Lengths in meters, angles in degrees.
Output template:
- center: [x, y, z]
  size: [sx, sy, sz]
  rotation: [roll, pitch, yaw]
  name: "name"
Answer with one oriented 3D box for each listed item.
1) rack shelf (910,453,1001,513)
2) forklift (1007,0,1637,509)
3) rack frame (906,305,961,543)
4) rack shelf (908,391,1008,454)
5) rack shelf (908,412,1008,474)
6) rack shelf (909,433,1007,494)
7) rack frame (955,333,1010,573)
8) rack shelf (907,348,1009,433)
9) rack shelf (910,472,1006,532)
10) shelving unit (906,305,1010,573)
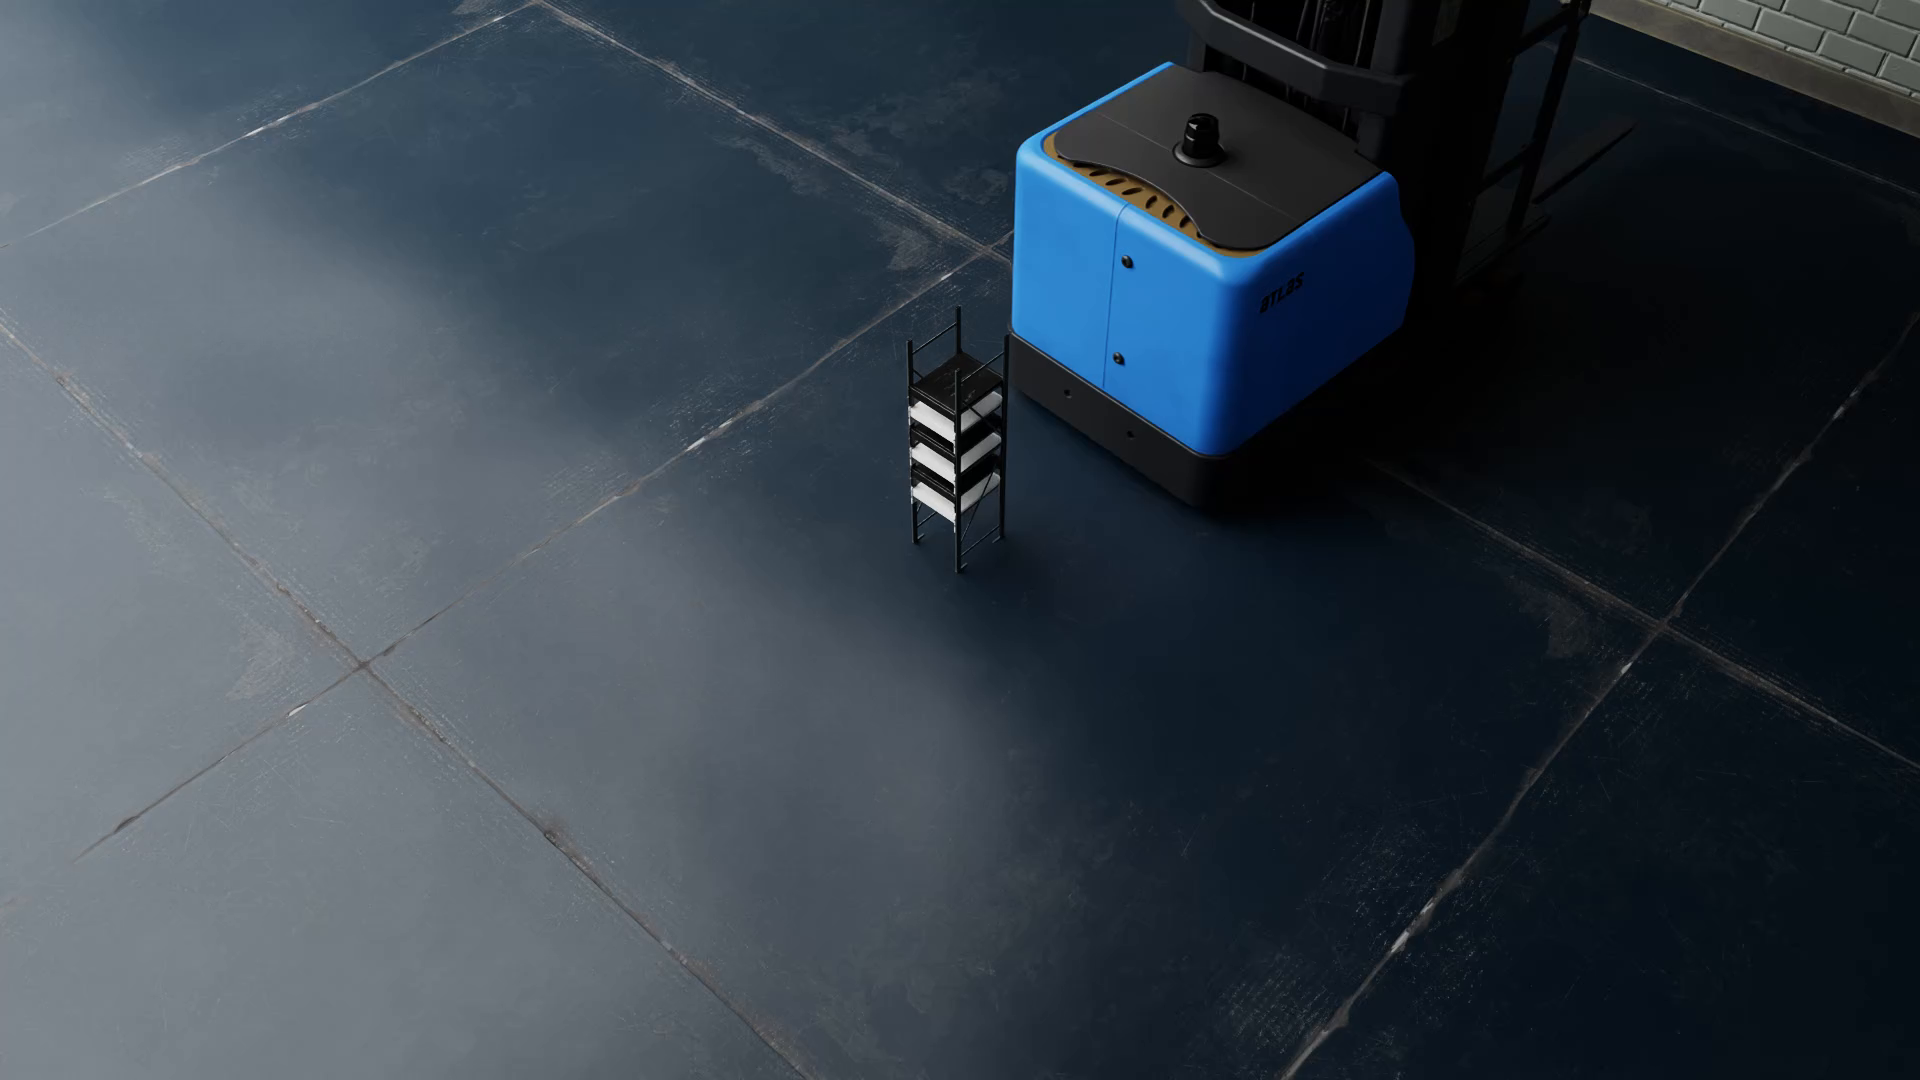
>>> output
- center: [-0.006, -0.228, 5.516]
  size: [0.200, 0.077, 0.258]
  rotation: [34, 55, 28]
  name: "rack shelf"
- center: [1.585, -2.068, 5.681]
  size: [3.031, 2.935, 1.130]
  rotation: [-35, 56, -28]
  name: "forklift"
- center: [-0.081, -0.362, 5.473]
  size: [0.006, 0.900, 0.240]
  rotation: [34, 55, 28]
  name: "rack frame"
- center: [-0.006, -0.412, 5.319]
  size: [0.200, 0.077, 0.258]
  rotation: [34, 55, 28]
  name: "rack shelf"
- center: [-0.006, -0.351, 5.384]
  size: [0.200, 0.077, 0.258]
  rotation: [34, 55, 28]
  name: "rack shelf"
- center: [-0.006, -0.289, 5.450]
  size: [0.200, 0.077, 0.258]
  rotation: [34, 55, 28]
  name: "rack shelf"
- center: [0.069, -0.262, 5.379]
  size: [0.006, 0.900, 0.240]
  rotation: [34, 55, 28]
  name: "rack frame"
- center: [-0.006, -0.474, 5.253]
  size: [0.200, 0.077, 0.258]
  rotation: [34, 55, 28]
  name: "rack shelf"
- center: [-0.006, -0.166, 5.581]
  size: [0.200, 0.077, 0.258]
  rotation: [34, 55, 28]
  name: "rack shelf"
- center: [-0.006, -0.312, 5.426]
  size: [0.210, 0.900, 0.258]
  rotation: [34, 55, 28]
  name: "shelving unit"
